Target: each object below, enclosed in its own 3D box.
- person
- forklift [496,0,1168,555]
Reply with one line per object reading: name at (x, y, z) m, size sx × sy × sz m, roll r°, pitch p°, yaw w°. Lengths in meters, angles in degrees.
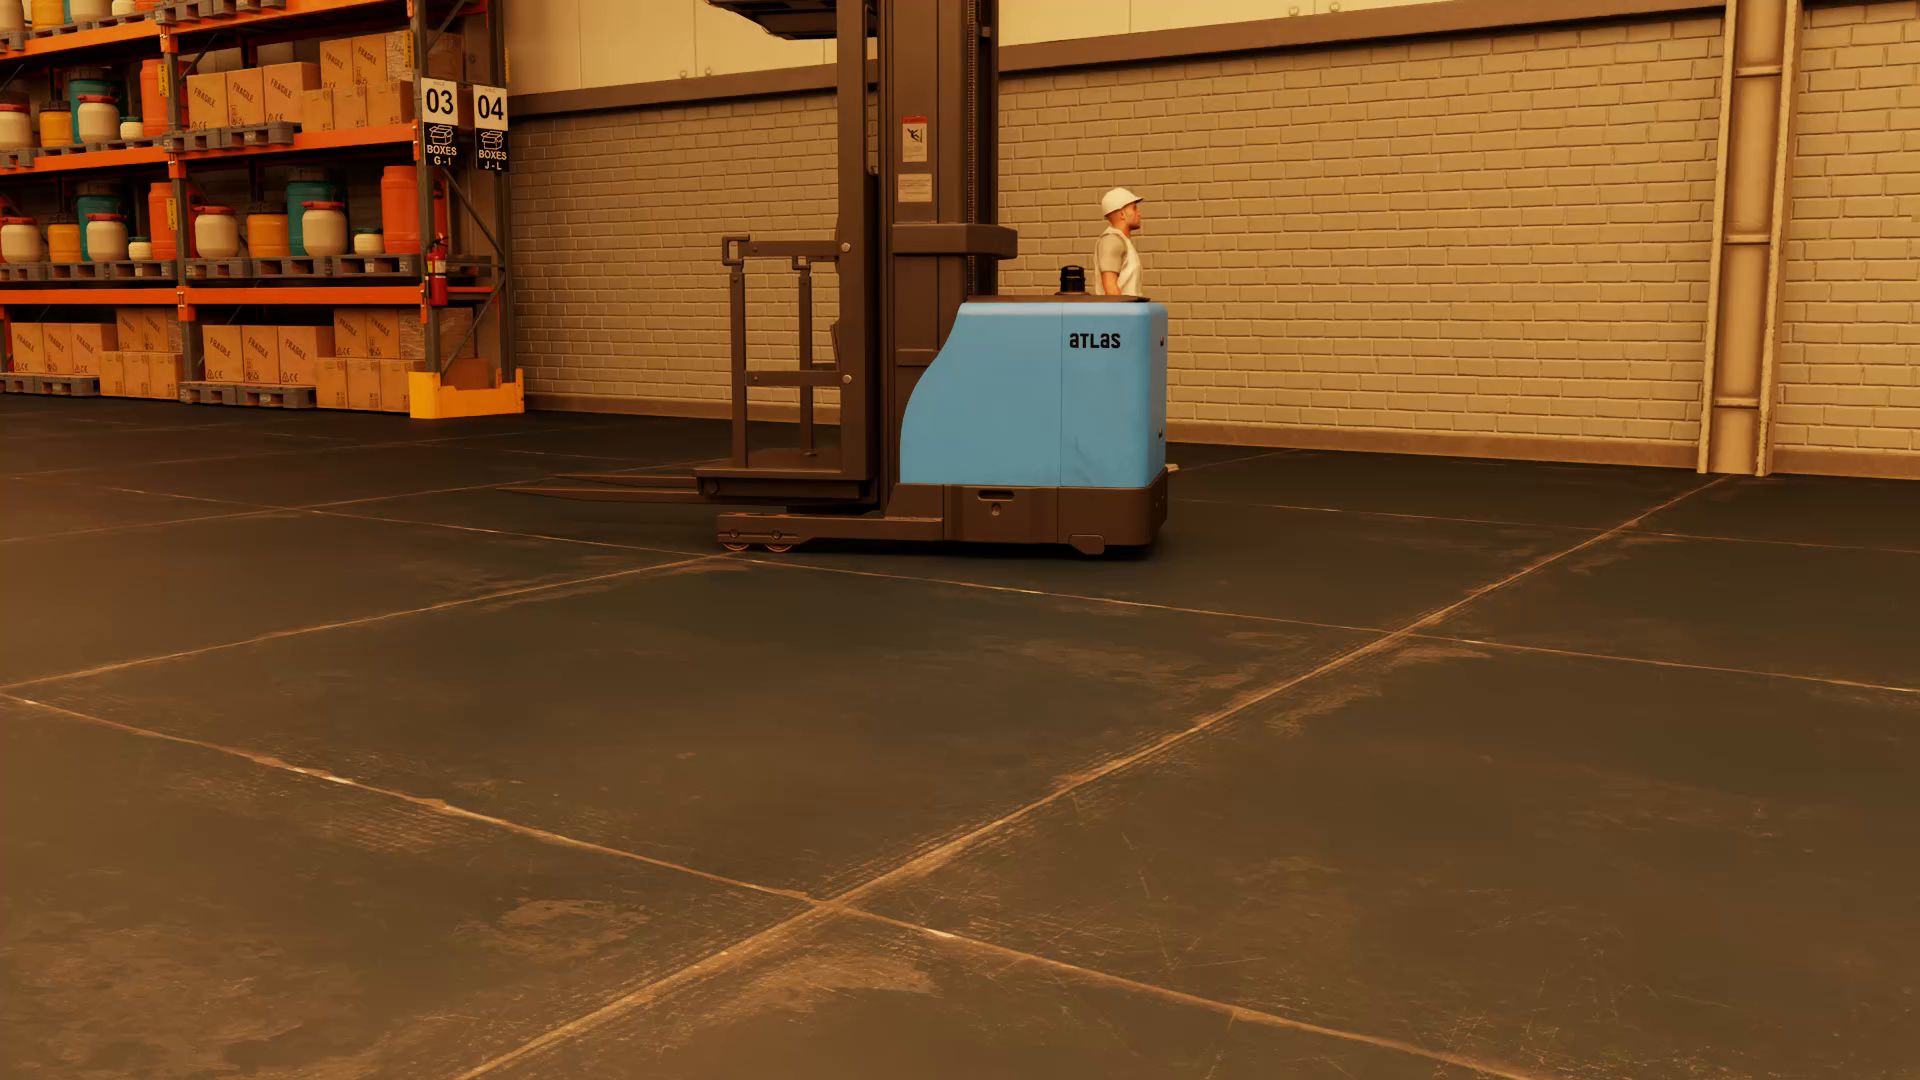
person at (1.134, -1.333, 10.583) m, size 0.565 × 1.789 × 0.643 m, roll 1°, pitch 8°, yaw 9°
forklift at (-0.596, -1.469, 7.520) m, size 3.031 × 2.935 × 1.130 m, roll 2°, pitch 8°, yaw 12°
